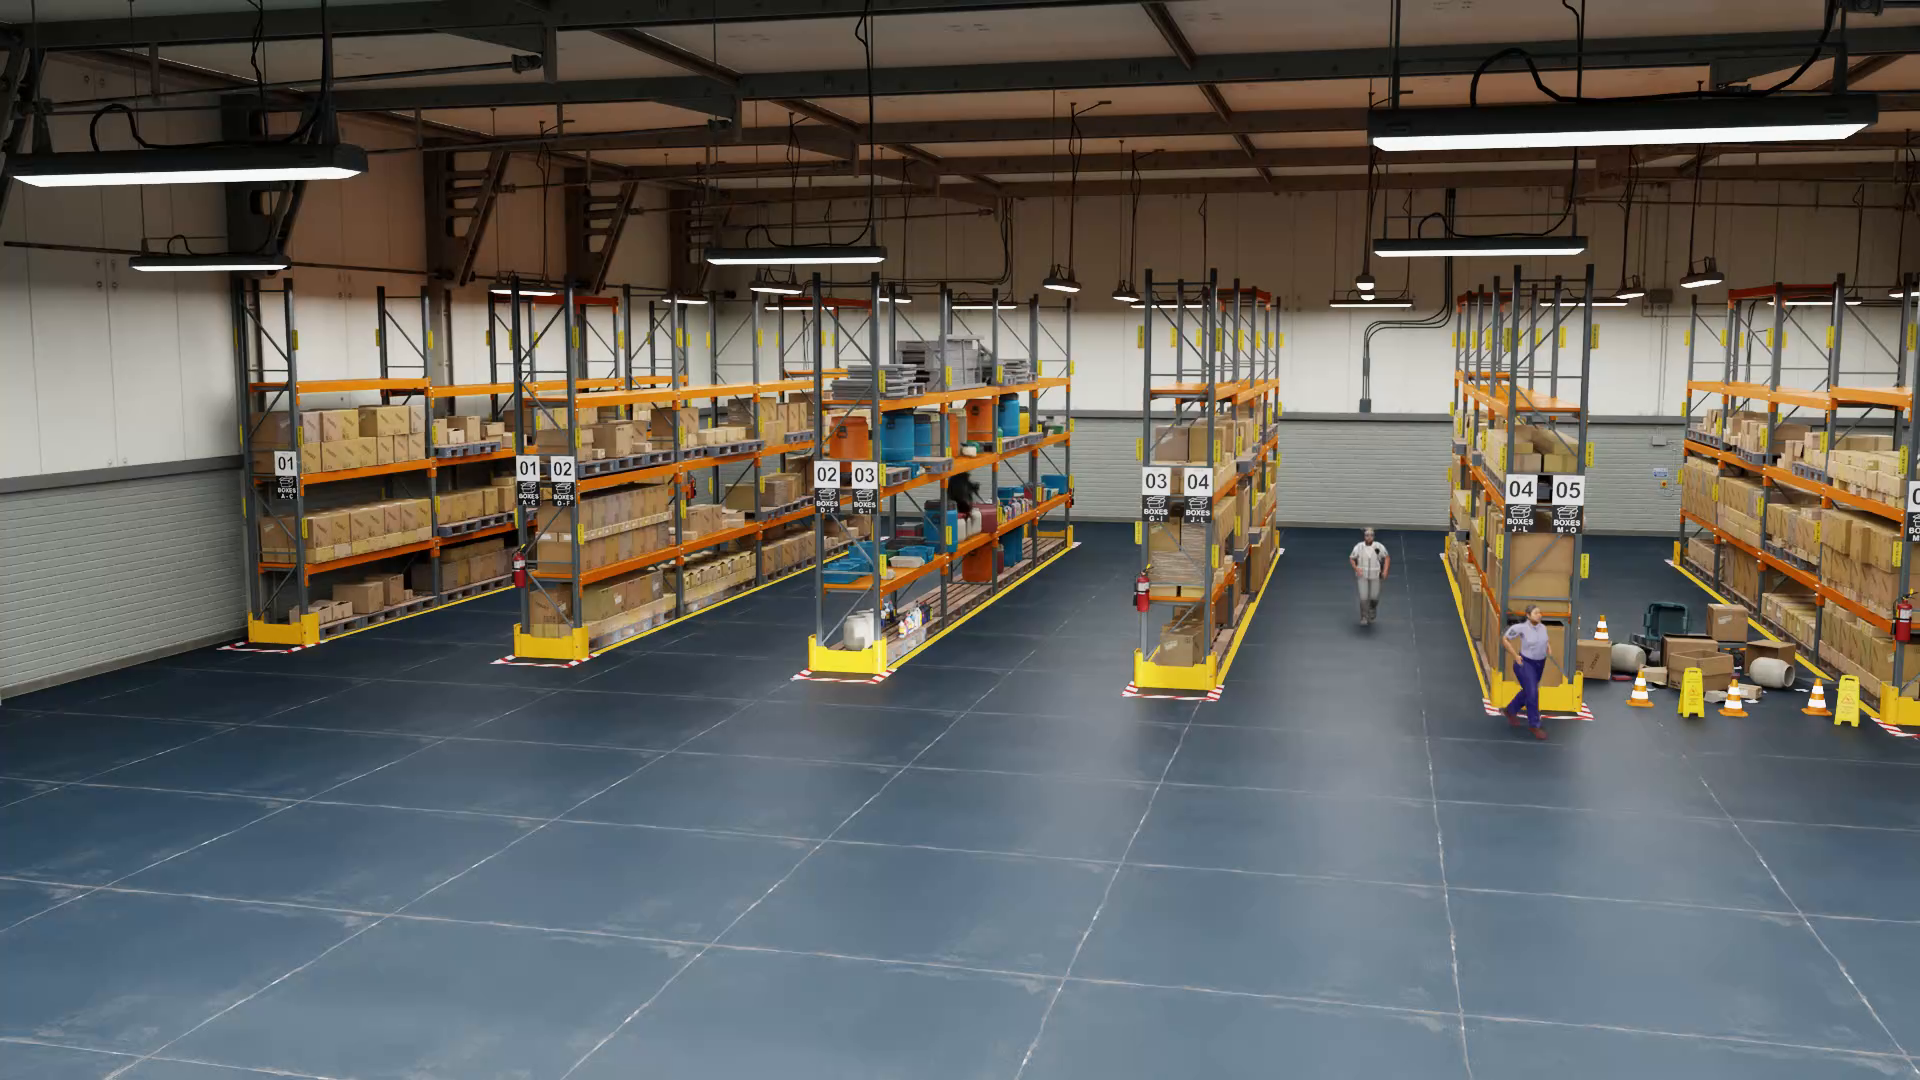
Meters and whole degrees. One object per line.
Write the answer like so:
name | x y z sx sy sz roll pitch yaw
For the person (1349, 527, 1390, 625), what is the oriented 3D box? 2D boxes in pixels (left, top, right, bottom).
person | 7.228 0.630 29.360 0.698 1.742 0.620 1 7 10

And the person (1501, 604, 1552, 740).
person | 7.242 1.636 21.185 0.606 1.666 0.848 -4 8 -28
